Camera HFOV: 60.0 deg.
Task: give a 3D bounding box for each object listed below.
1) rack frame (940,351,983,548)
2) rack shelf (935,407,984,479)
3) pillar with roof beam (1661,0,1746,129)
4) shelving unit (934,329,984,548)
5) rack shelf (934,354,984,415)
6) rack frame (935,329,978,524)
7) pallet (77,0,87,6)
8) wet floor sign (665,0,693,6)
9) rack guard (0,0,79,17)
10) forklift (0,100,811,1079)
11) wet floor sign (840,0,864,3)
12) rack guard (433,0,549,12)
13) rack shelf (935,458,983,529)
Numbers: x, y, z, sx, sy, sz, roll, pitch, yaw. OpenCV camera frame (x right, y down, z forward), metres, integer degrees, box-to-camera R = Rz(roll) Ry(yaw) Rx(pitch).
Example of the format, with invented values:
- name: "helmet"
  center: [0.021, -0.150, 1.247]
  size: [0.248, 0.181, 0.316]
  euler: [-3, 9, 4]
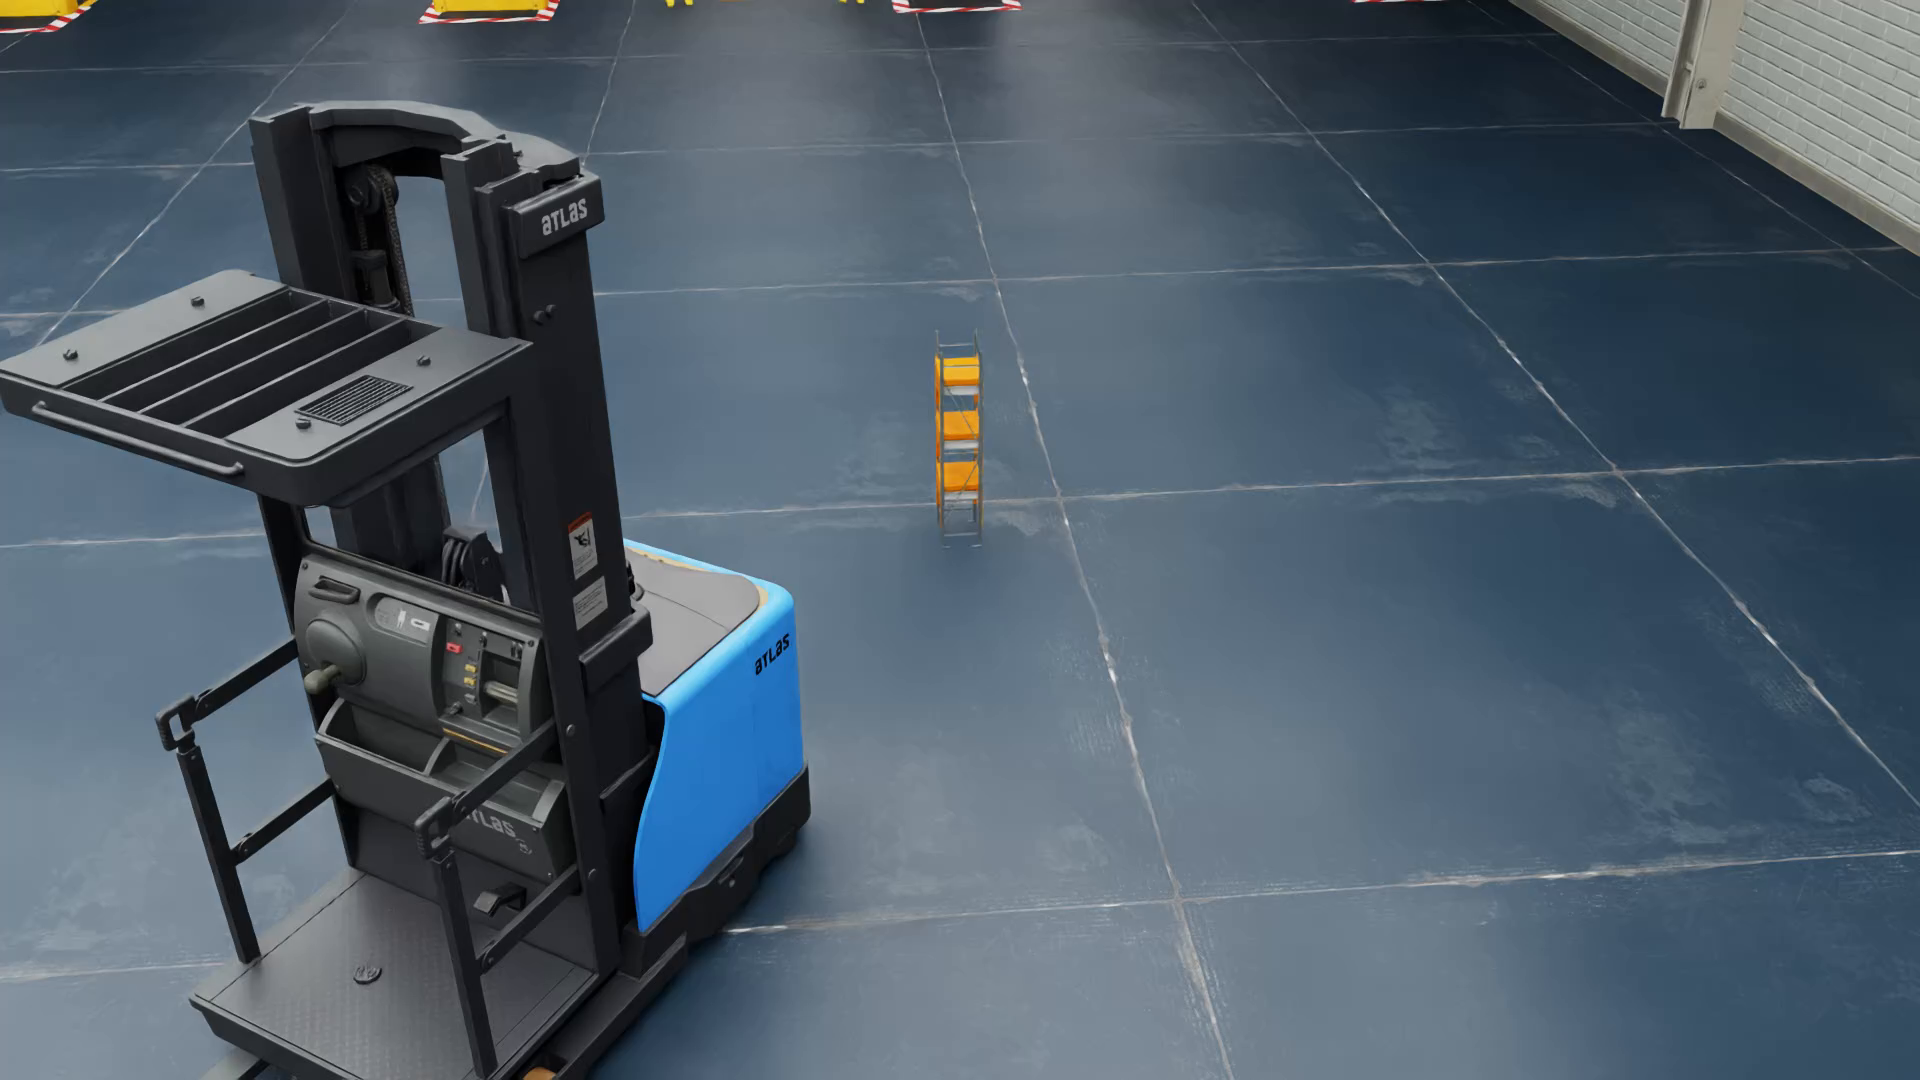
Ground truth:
- name: "rack frame"
  center: [0.006, -0.416, 7.922]
  size: [0.200, 1.050, 0.008]
  euler: [-3, 31, -5]
- name: "rack shelf"
  center: [-0.005, -0.469, 8.032]
  size: [0.215, 0.259, 0.240]
  euler: [-3, 31, -5]
- name: "pillar with roof beam"
  center: [1.956, -7.243, 11.600]
  size: [9.100, 9.000, 0.400]
  euler: [-3, 31, -5]
- name: "shelving unit"
  center: [-0.005, -0.478, 8.027]
  size: [0.215, 1.050, 0.252]
  euler: [-3, 31, -5]
- name: "rack shelf"
  center: [-0.005, -0.713, 7.886]
  size: [0.215, 0.259, 0.240]
  euler: [-3, 31, -5]
- name: "rack frame"
  center: [-0.016, -0.540, 8.131]
  size: [0.200, 1.050, 0.008]
  euler: [-3, 31, -5]
- name: "pallet"
  center: [-10.007, -6.082, 18.226]
  size: [1.003, 0.211, 1.213]
  euler: [-3, 31, -5]
- name: "wet floor sign"
  center: [-3.037, -6.079, 17.798]
  size: [0.267, 0.644, 0.232]
  euler: [-8, 32, -13]
- name: "rack guard"
  center: [-9.966, -5.789, 17.455]
  size: [1.175, 0.500, 0.348]
  euler: [-3, 31, -5]
- name: "forklift"
  center: [-1.709, 0.384, 4.749]
  size: [1.130, 2.935, 3.031]
  euler: [15, 34, 24]
- name: "wet floor sign"
  center: [-1.140, -6.139, 17.899]
  size: [0.267, 0.644, 0.232]
  euler: [8, 32, 13]
- name: "rack guard"
  center: [-5.009, -5.924, 17.681]
  size: [1.175, 0.500, 0.348]
  euler: [-3, 31, -5]
- name: "rack shelf"
  center: [-0.005, -0.230, 8.174]
  size: [0.215, 0.259, 0.240]
  euler: [-3, 31, -5]
